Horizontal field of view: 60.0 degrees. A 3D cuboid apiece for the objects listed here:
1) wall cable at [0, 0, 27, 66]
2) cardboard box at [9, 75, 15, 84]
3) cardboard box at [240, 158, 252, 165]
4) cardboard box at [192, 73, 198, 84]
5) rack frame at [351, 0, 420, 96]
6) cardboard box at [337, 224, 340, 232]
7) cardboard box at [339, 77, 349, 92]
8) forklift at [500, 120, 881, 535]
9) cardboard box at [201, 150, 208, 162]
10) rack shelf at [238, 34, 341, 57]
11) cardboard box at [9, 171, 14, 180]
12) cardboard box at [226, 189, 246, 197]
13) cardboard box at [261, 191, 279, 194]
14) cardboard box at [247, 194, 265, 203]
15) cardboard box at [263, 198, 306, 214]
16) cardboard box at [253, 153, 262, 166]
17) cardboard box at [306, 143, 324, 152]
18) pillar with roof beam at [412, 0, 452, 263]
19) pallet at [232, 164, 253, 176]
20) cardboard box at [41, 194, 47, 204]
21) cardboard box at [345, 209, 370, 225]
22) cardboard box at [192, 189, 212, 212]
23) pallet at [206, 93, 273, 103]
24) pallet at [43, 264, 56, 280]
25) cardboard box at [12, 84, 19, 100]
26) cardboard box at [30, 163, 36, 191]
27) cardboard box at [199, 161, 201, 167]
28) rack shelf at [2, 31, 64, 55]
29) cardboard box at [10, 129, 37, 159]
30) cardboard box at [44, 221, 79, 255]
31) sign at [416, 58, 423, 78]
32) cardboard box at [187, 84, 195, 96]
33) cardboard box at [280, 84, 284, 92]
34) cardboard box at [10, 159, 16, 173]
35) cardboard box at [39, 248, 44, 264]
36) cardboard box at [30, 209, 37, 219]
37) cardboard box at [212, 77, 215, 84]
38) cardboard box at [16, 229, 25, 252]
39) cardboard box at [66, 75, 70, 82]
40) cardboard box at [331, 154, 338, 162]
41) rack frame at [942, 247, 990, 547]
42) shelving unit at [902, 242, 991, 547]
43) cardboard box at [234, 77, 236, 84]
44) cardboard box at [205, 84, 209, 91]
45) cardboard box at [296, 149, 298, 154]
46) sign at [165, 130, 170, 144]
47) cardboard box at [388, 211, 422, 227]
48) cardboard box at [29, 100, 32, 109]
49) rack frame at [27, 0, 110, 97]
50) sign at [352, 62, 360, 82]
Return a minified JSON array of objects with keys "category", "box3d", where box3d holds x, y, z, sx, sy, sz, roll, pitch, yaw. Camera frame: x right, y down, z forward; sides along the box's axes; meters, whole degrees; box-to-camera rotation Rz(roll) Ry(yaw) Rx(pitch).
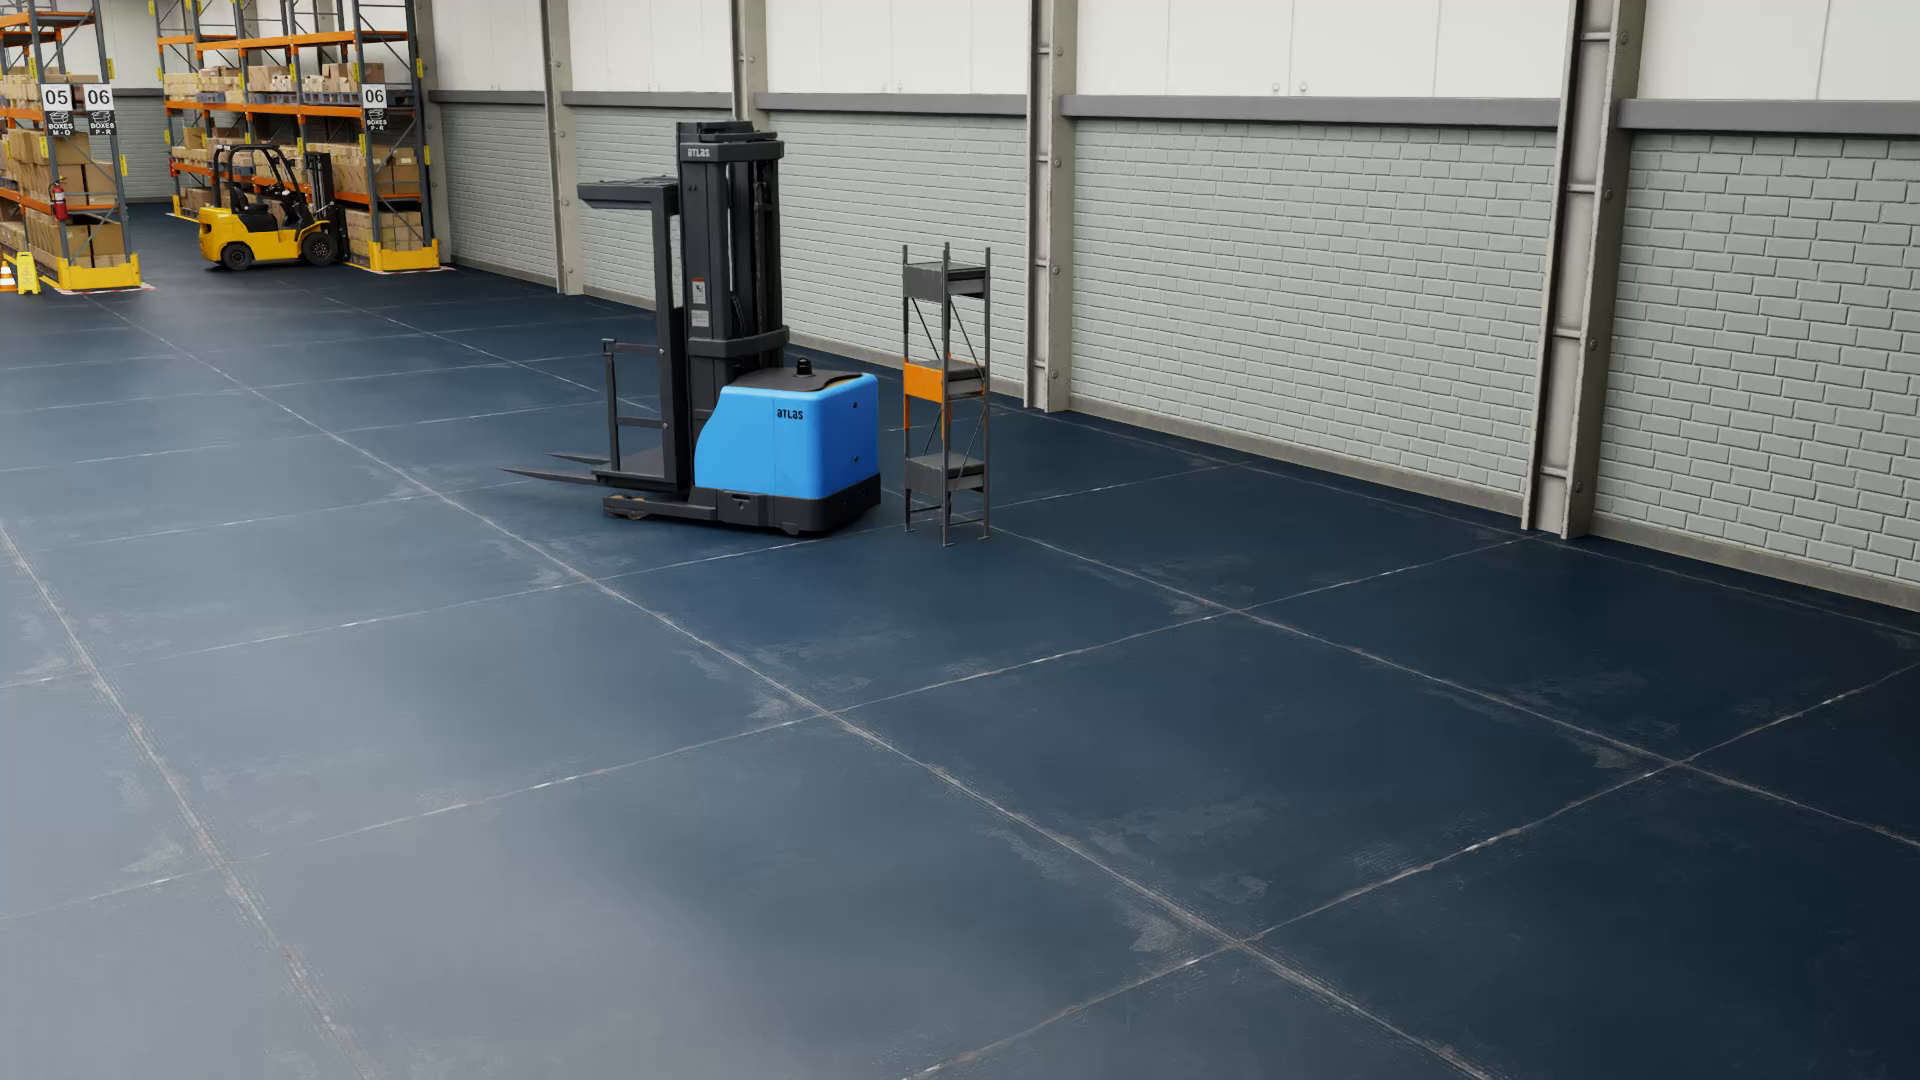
[{"category":"wall cable","box3d":[-24.119,-13.621,44.725,2.988,3.039,0.133,-11,19,-35]},{"category":"cardboard box","box3d":[-15.998,-7.859,28.390,0.380,0.149,0.250,-11,19,-35]},{"category":"cardboard box","box3d":[-15.412,-8.223,36.118,0.380,0.149,0.250,-10,18,-34]},{"category":"cardboard box","box3d":[-17.559,-10.744,38.742,0.500,0.250,0.500,-11,19,-34]},{"category":"rack frame","box3d":[-10.011,-9.246,28.812,1.000,3.000,0.127,-11,19,-35]},{"category":"cardboard box","box3d":[-11.448,-5.849,31.229,0.500,0.250,0.500,-11,19,-35]},{"category":"cardboard box","box3d":[-10.893,-8.169,29.829,0.396,0.266,0.258,-11,19,-34]},{"category":"forklift","box3d":[-2.172,-1.687,12.686,3.031,2.935,1.130,7,17,23]},{"category":"cardboard box","box3d":[-17.564,-9.057,39.206,0.500,0.250,0.500,-10,18,-33]},{"category":"rack shelf","box3d":[-13.539,-9.987,33.641,1.077,0.370,4.000,-11,19,-35]},{"category":"cardboard box","box3d":[-17.223,-6.692,30.526,0.380,0.149,0.250,-11,19,-35]},{"category":"cardboard box","box3d":[-16.686,-8.007,38.358,0.380,0.149,0.250,-12,19,-37]},{"category":"cardboard box","box3d":[-15.573,-7.798,37.597,0.380,0.149,0.250,-11,19,-34]},{"category":"cardboard box","box3d":[-15.396,-7.490,36.471,0.380,0.149,0.250,-12,19,-37]},{"category":"cardboard box","box3d":[-14.360,-6.983,35.609,0.875,0.625,0.625,-10,18,-33]},{"category":"cardboard box","box3d":[-14.672,-8.093,35.300,0.500,0.250,0.500,-11,19,-35]},{"category":"cardboard box","box3d":[-12.416,-7.597,32.170,0.380,0.149,0.250,-10,18,-33]},{"category":"pillar with roof beam","box3d":[-13.174,-8.866,27.425,9.100,9.000,0.400,-11,19,-35]},{"category":"pallet","box3d":[-15.171,-8.102,36.360,1.213,0.211,1.003,-11,19,-35]},{"category":"cardboard box","box3d":[-14.965,-5.652,27.520,0.380,0.149,0.250,-10,18,-34]},{"category":"cardboard box","box3d":[-11.144,-5.975,30.745,0.500,0.250,0.500,-11,19,-34]},{"category":"cardboard box","box3d":[-18.435,-8.304,40.672,0.500,0.500,0.500,-10,18,-34]},{"category":"pallet","box3d":[-16.128,-9.900,37.239,1.213,0.211,1.003,-11,19,-35]},{"category":"pallet","box3d":[-15.231,-4.692,28.818,1.003,0.211,1.213,-11,19,-35]},{"category":"cardboard box","box3d":[-15.744,-7.599,28.198,0.500,0.250,0.500,-11,19,-34]},{"category":"cardboard box","box3d":[-15.431,-6.172,28.193,0.500,0.500,0.500,-11,19,-34]},{"category":"cardboard box","box3d":[-17.934,-8.987,39.705,0.380,0.149,0.250,-10,18,-33]},{"category":"rack shelf","box3d":[-17.552,-9.216,30.823,1.077,0.370,4.000,-11,19,-35]},{"category":"cardboard box","box3d":[-16.010,-6.869,28.845,0.700,0.500,0.500,-11,19,-34]},{"category":"cardboard box","box3d":[-15.016,-5.061,27.877,0.500,0.500,0.500,-10,18,-33]},{"category":"sign","box3d":[-9.559,-8.344,29.392,0.100,0.325,0.005,-11,19,-35]},{"category":"cardboard box","box3d":[-17.867,-10.606,39.185,0.500,0.250,0.500,-12,19,-36]},{"category":"cardboard box","box3d":[-13.256,-8.971,32.979,0.380,0.149,0.250,-11,19,-35]},{"category":"cardboard box","box3d":[-16.833,-6.893,30.029,0.500,0.500,0.500,-11,19,-36]},{"category":"cardboard box","box3d":[-15.611,-4.919,28.778,0.500,0.250,0.500,-11,19,-35]},{"category":"cardboard box","box3d":[-15.919,-5.673,28.885,0.380,0.149,0.250,-10,18,-32]},{"category":"cardboard box","box3d":[-16.433,-10.238,37.047,0.380,0.149,0.250,-11,19,-34]},{"category":"cardboard box","box3d":[-17.112,-5.635,31.165,0.950,0.372,0.625,-10,18,-31]},{"category":"cardboard box","box3d":[-14.229,-7.450,26.899,0.380,0.149,0.250,-11,19,-35]},{"category":"cardboard box","box3d":[-11.496,-7.126,31.010,0.380,0.149,0.250,-11,19,-36]},{"category":"rack frame","box3d":[0.046,-0.996,11.738,0.400,2.100,0.015,-11,19,-35]},{"category":"shelving unit","box3d":[-0.097,-1.048,11.928,0.431,2.100,0.503,-11,19,-35]},{"category":"cardboard box","box3d":[-15.539,-9.981,36.144,0.380,0.149,0.250,-11,19,-35]},{"category":"cardboard box","box3d":[-16.781,-10.199,37.467,0.380,0.149,0.250,-11,19,-34]},{"category":"cardboard box","box3d":[-13.011,-7.719,33.178,0.380,0.149,0.250,-11,19,-35]},{"category":"sign","box3d":[-19.858,-10.102,41.665,0.100,0.325,0.005,-11,19,-35]},{"category":"cardboard box","box3d":[-10.141,-5.843,30.262,0.500,0.250,0.500,-11,19,-35]},{"category":"cardboard box","box3d":[-15.191,-7.217,27.558,0.380,0.149,0.250,-11,19,-36]},{"category":"rack frame","box3d":[-14.024,-8.475,25.994,1.000,3.000,0.127,-11,19,-35]},{"category":"sign","box3d":[-10.459,-8.107,28.805,0.100,0.325,0.005,-11,19,-35]}]
